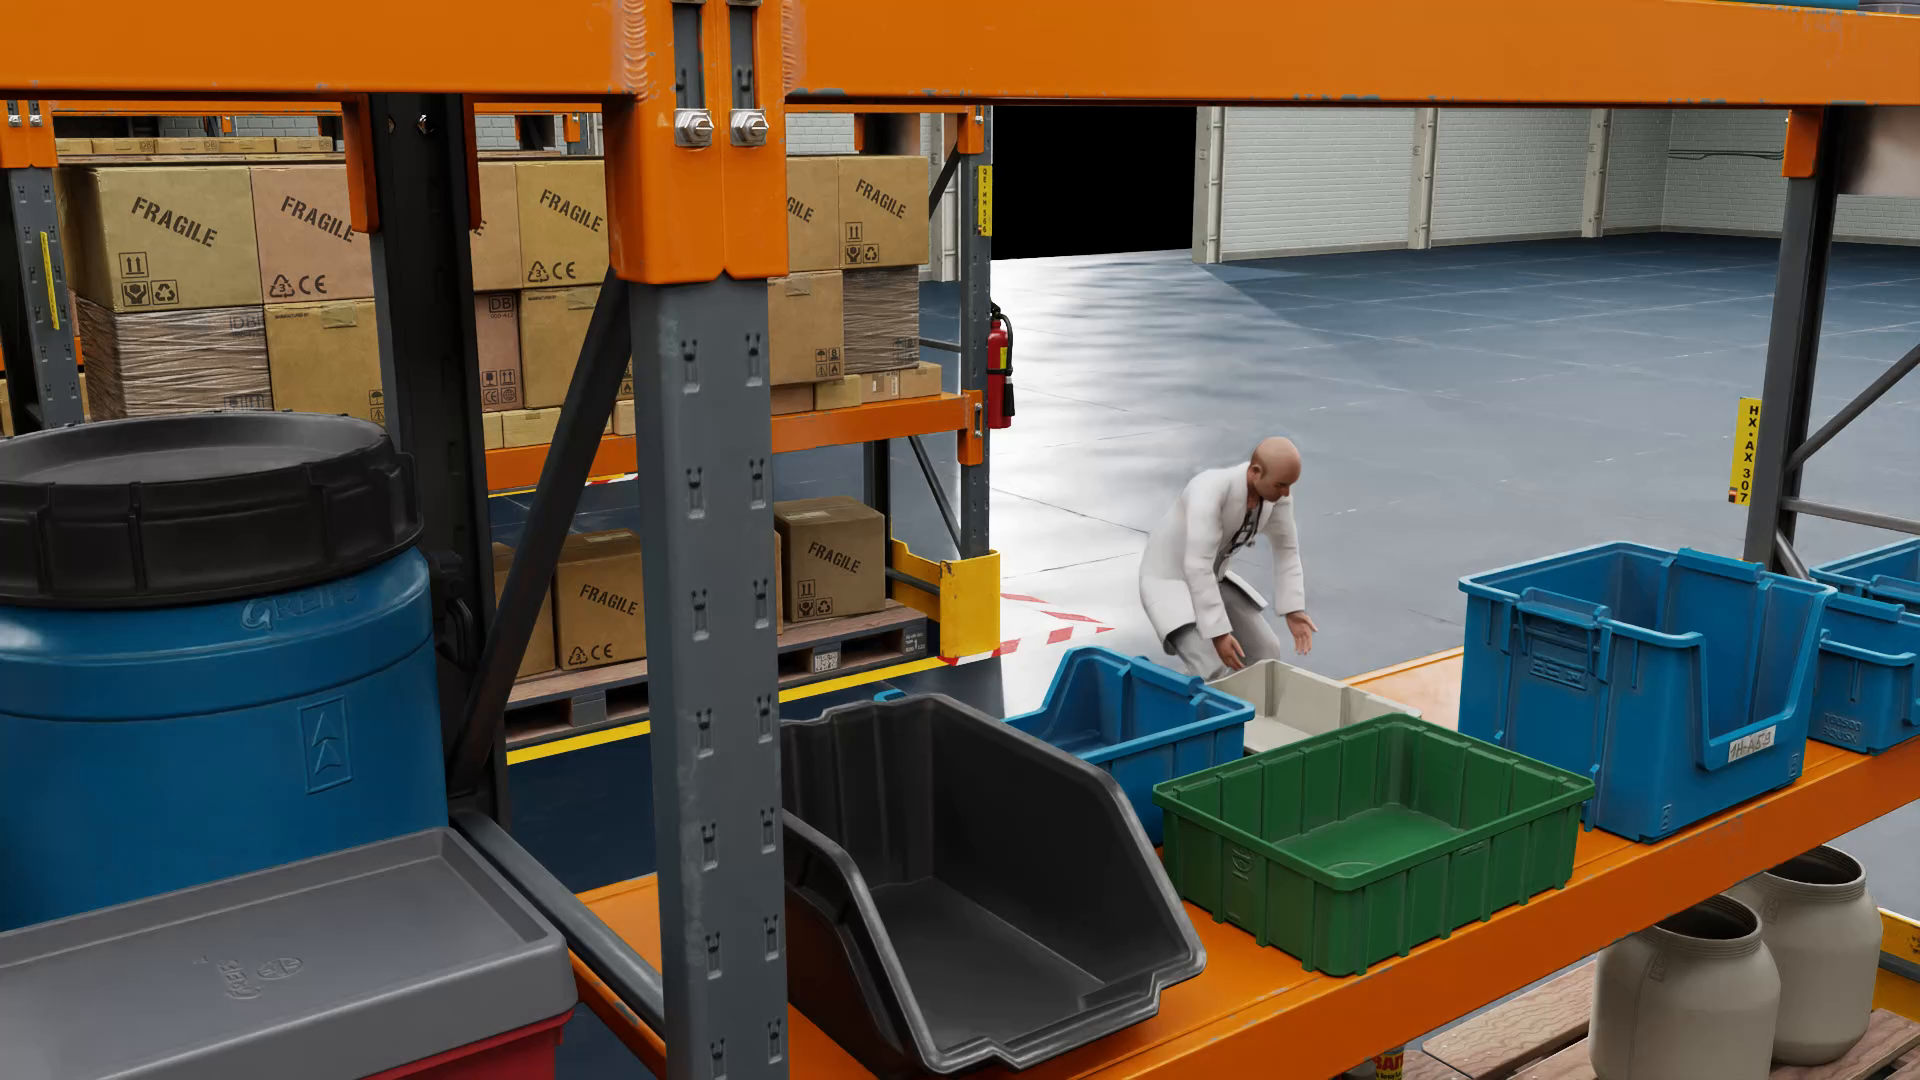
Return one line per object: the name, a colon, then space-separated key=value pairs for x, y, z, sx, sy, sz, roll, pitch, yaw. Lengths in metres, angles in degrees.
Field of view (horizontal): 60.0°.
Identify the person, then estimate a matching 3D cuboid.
person: x=1.079 y=0.236 z=6.832 sx=0.630 sy=1.425 sz=0.718 roll=-10 pitch=17 yaw=-35
